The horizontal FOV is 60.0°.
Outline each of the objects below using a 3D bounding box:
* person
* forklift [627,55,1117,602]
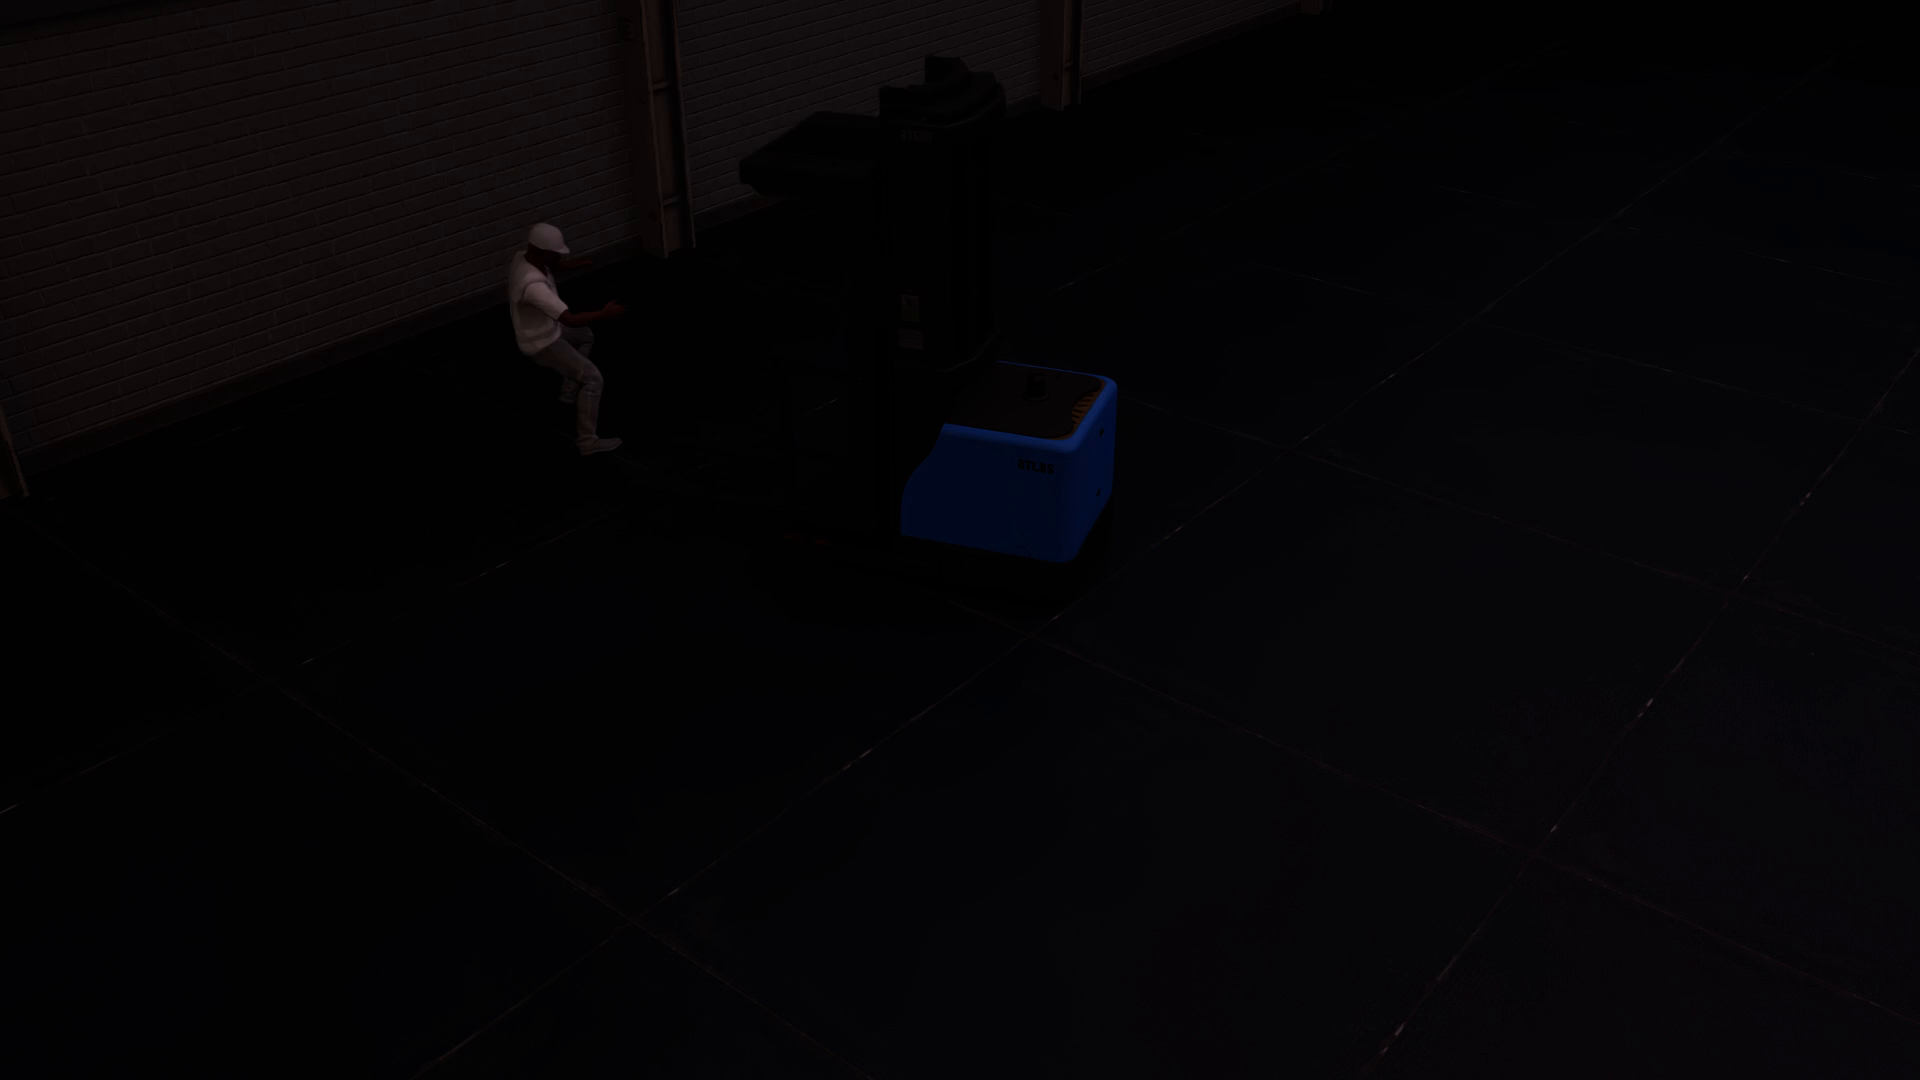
[{"bbox_3d":[-2.694,-1.489,11.518,0.780,1.550,1.020,-8,31,-14],"label":"person"},{"bbox_3d":[-0.609,-1.347,9.900,3.031,2.935,1.130,10,32,17],"label":"forklift"}]
